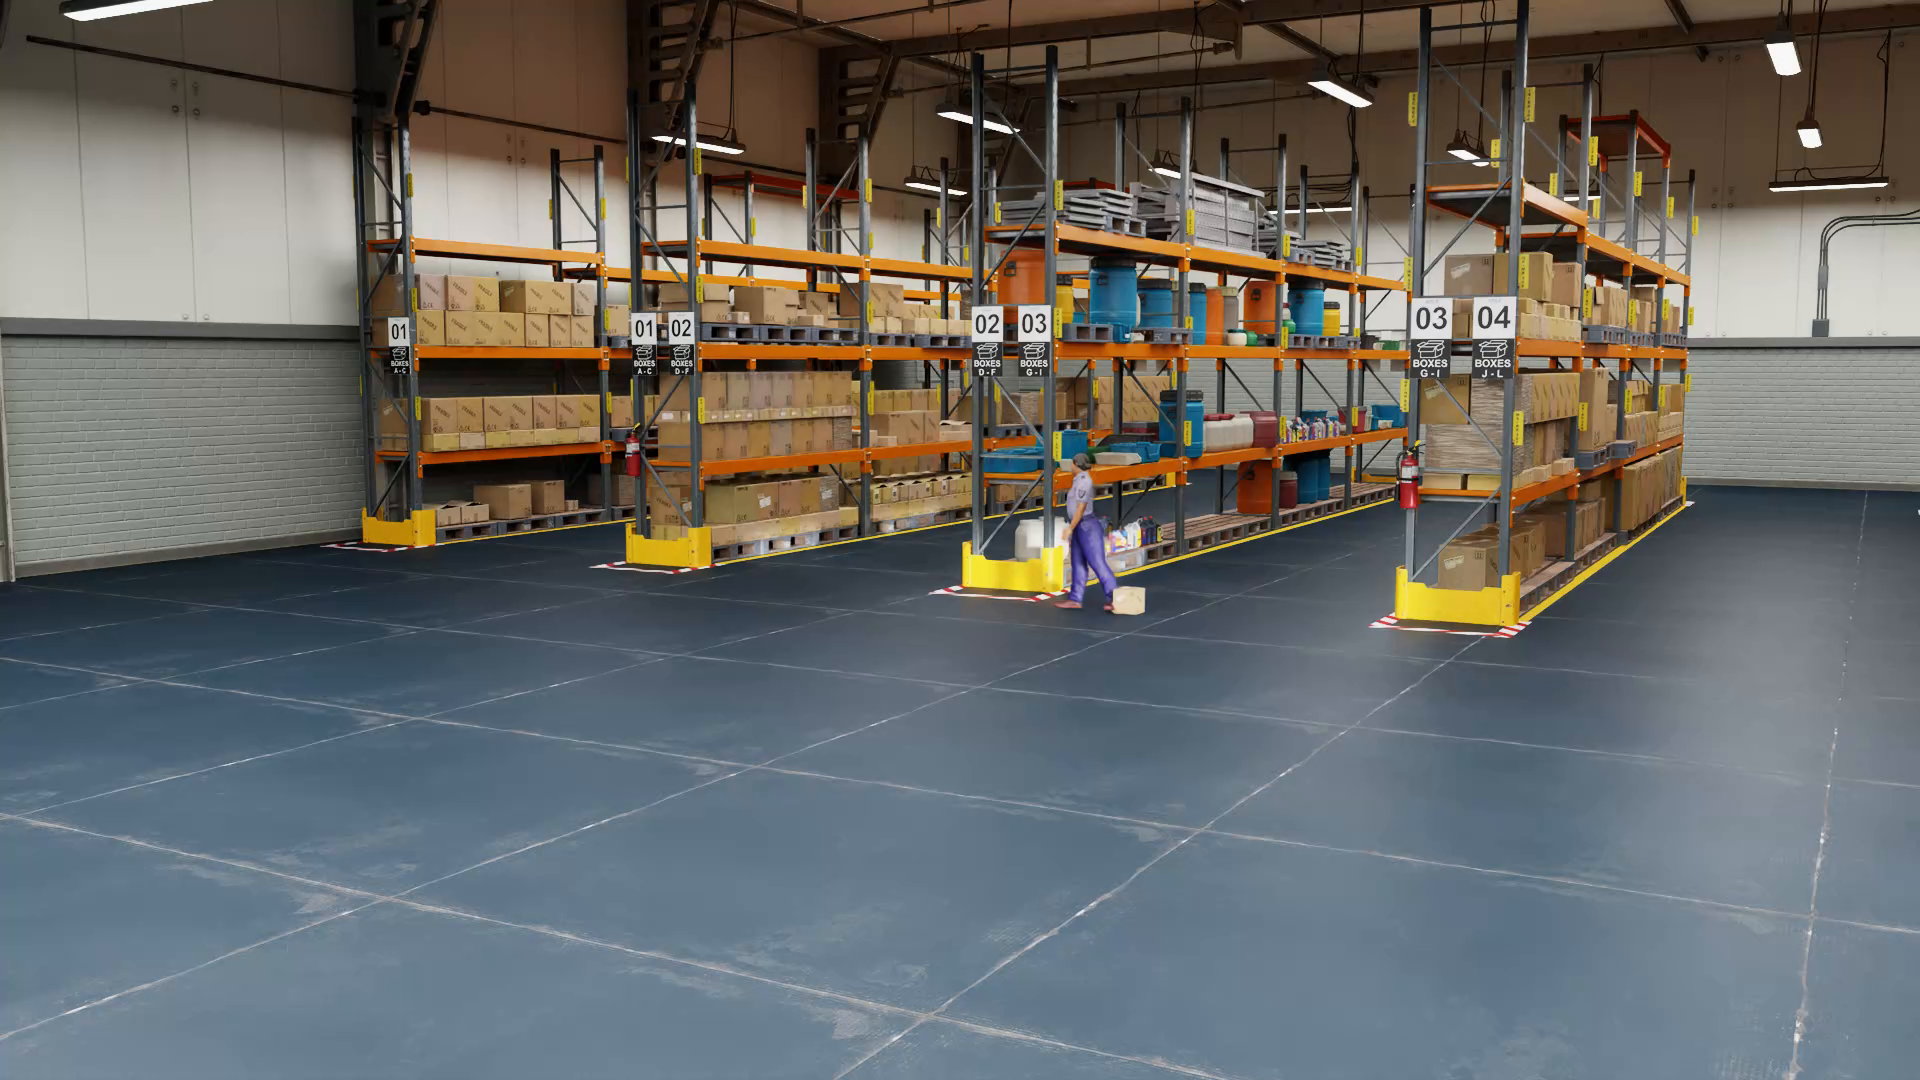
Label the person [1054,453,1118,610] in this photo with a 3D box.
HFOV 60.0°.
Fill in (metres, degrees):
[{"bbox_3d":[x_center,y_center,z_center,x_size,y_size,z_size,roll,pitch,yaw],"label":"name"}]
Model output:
[{"bbox_3d":[1.330,-0.086,17.219,0.696,1.630,0.511,0,6,1],"label":"person"}]
